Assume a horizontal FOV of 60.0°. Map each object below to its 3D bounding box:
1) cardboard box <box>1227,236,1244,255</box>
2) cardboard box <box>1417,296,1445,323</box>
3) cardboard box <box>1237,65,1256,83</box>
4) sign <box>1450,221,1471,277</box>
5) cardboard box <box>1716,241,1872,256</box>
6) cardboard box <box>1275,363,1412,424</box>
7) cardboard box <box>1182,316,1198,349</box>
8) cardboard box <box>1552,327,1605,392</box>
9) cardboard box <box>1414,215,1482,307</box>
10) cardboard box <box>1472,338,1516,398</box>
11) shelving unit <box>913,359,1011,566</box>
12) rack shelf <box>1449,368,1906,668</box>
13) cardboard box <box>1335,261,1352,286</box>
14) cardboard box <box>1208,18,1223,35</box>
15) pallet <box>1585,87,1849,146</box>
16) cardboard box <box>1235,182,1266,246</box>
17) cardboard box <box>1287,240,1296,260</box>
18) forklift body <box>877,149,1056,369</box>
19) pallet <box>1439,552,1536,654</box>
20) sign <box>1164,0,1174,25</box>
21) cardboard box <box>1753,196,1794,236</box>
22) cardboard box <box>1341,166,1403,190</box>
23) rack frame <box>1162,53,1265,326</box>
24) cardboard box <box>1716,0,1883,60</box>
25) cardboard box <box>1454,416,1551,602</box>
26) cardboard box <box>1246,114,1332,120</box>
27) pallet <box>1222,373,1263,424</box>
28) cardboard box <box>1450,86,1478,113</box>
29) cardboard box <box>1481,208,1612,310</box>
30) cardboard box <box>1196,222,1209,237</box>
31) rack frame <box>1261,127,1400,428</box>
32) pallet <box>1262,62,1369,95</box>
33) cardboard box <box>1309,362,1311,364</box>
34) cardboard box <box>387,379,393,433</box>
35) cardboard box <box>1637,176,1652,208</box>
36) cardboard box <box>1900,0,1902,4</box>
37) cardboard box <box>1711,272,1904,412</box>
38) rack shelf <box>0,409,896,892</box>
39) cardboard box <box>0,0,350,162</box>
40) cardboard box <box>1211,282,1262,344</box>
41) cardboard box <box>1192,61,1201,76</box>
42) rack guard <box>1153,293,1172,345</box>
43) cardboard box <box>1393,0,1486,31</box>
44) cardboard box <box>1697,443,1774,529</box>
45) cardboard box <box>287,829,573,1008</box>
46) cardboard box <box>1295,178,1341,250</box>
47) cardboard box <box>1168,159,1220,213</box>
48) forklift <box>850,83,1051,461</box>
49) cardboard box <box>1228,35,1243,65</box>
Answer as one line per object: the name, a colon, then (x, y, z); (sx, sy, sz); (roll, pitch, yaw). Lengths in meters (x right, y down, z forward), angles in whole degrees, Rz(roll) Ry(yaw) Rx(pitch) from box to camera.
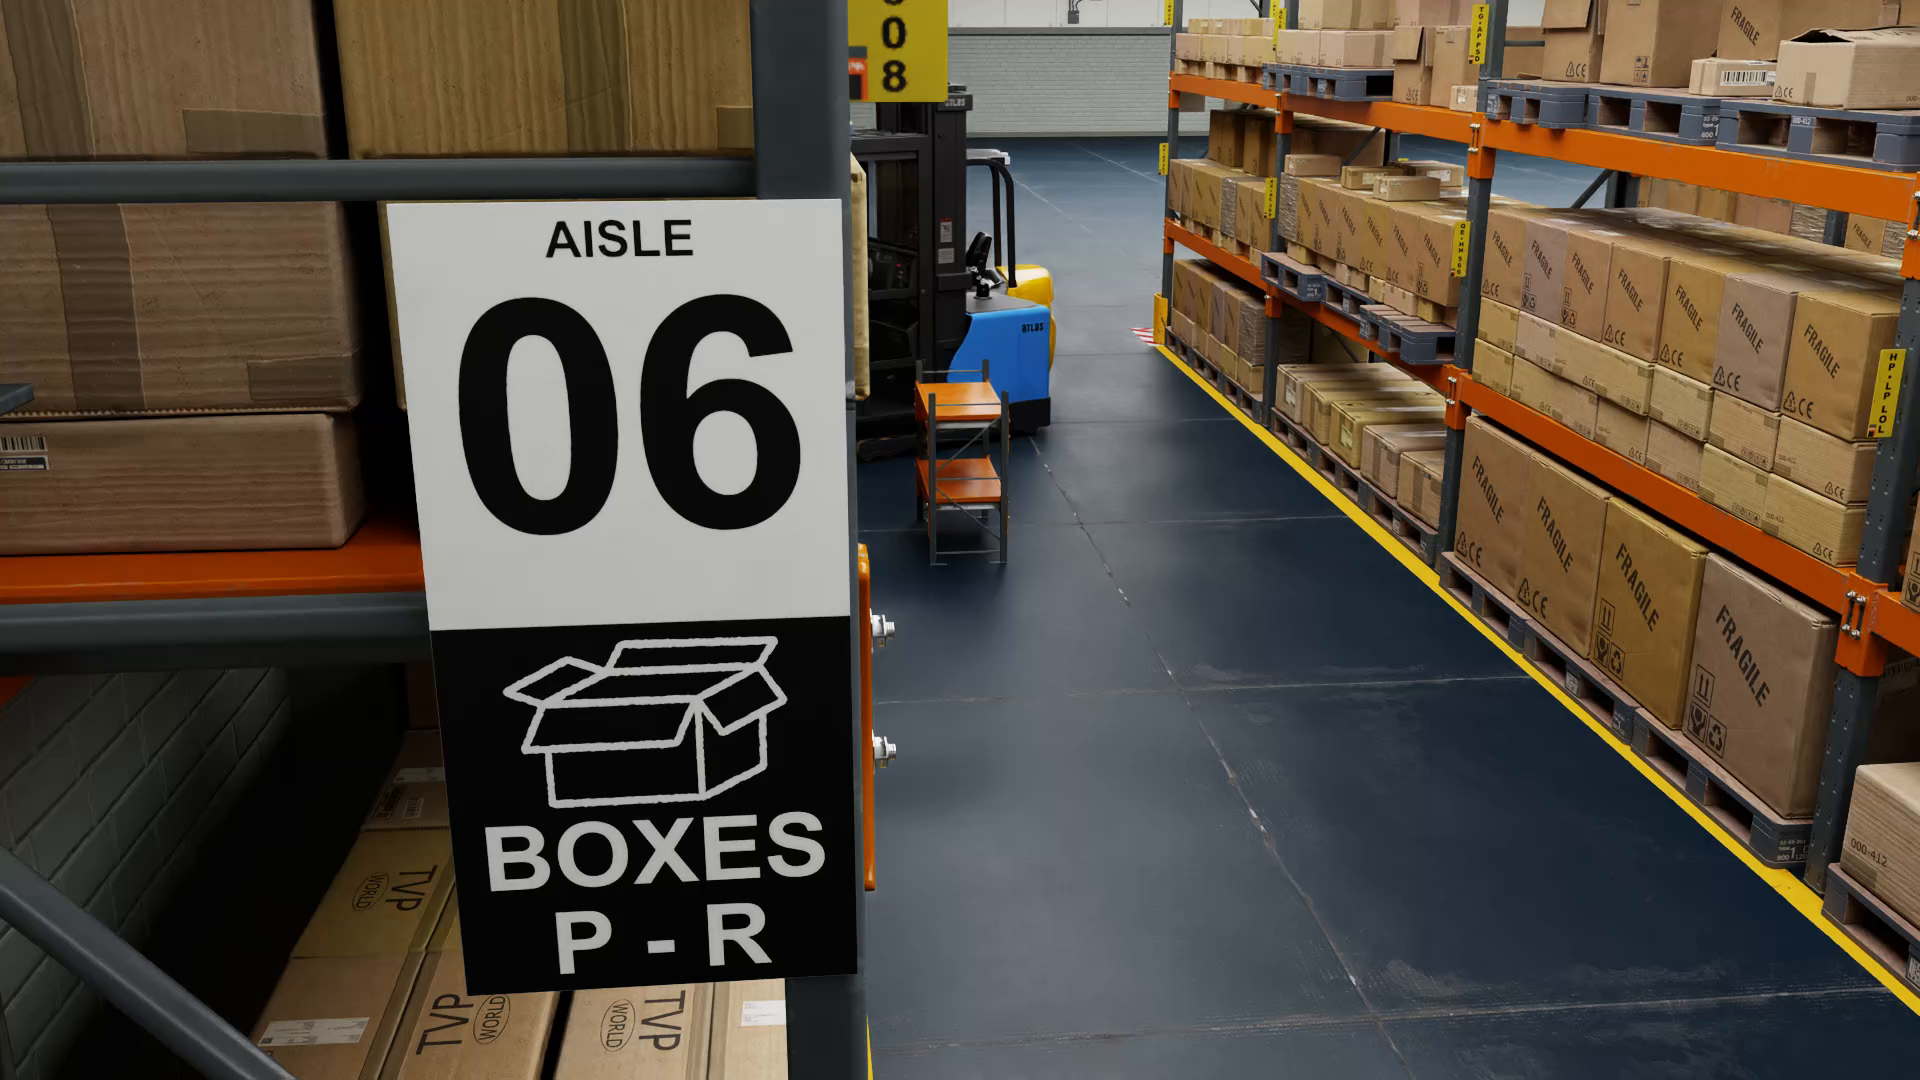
cardboard box: (2.654, -2.692, 15.162); (0.380, 0.149, 0.250); (-2, 18, -6)
cardboard box: (3.143, -1.479, 10.600); (0.380, 0.149, 0.250); (-2, 17, -5)
cardboard box: (2.670, -4.126, 14.722); (0.380, 0.149, 0.250); (-1, 17, -4)
sign: (2.972, -1.726, 9.866); (0.100, 0.325, 0.005); (-2, 18, -6)
cardboard box: (3.975, -1.158, 8.021); (0.500, 0.500, 0.500); (-2, 18, -7)
cardboard box: (3.155, -1.213, 13.719); (0.950, 0.372, 0.625); (-2, 17, -5)
cardboard box: (2.539, -2.102, 16.753); (0.500, 0.250, 0.500); (-1, 17, -4)
cardboard box: (3.409, -0.936, 8.567); (0.500, 0.250, 0.500); (-2, 18, -6)
cardboard box: (3.188, -1.748, 10.371); (0.500, 0.500, 0.500); (-2, 18, -7)
cardboard box: (3.311, -1.006, 9.623); (0.500, 0.250, 0.500); (-2, 18, -7)
shelving unit: (0.001, -0.535, 11.002); (0.538, 1.125, 1.048); (-2, 18, -6)
rack shelf: (3.717, -0.292, 8.300); (1.077, 0.370, 4.000); (-2, 18, -6)
cardboard box: (2.948, -1.939, 12.065); (0.380, 0.149, 0.250); (-1, 17, -4)
cardboard box: (2.544, -4.815, 15.585); (0.380, 0.149, 0.250); (-1, 17, -4)
pallet: (3.748, -2.049, 8.002); (1.003, 0.211, 1.213); (-1, 17, -3)
cardboard box: (2.745, -2.890, 14.711); (0.500, 0.500, 0.500); (-1, 17, -4)
cardboard box: (2.841, -2.329, 13.305); (0.380, 0.149, 0.250); (-2, 17, -5)
forklift body: (-0.241, -2.546, 15.697); (2.313, 2.155, 1.214); (-2, 18, -6)
pallet: (3.517, 0.337, 9.752); (1.003, 0.211, 1.213); (-2, 18, -6)
sign: (2.146, -5.446, 17.048); (0.100, 0.325, 0.005); (-2, 18, -6)
cardboard box: (7.882, -2.950, 15.315); (0.875, 0.550, 0.550); (-2, 18, -6)
cardboard box: (3.010, -2.651, 12.164); (0.380, 0.149, 0.250); (-1, 17, -3)
rack frame: (2.686, -3.614, 17.682); (1.000, 3.000, 0.127); (-2, 18, -6)
cardboard box: (3.981, -2.394, 7.919); (0.500, 0.500, 0.500); (-2, 18, -5)
cardboard box: (3.500, -0.209, 9.682); (0.875, 0.875, 0.875); (-2, 18, -6)
cardboard box: (3.155, -3.836, 16.054); (0.700, 0.500, 0.500); (-2, 18, -6)
pallet: (2.994, -1.291, 14.937); (1.003, 0.211, 1.213); (-2, 18, -6)
cardboard box: (3.236, -2.703, 10.192); (0.380, 0.149, 0.250); (-2, 18, -6)
cardboard box: (3.319, -1.601, 9.433); (0.500, 0.500, 0.500); (-2, 18, -7)
cardboard box: (2.542, -3.077, 16.391); (0.380, 0.149, 0.250); (-1, 17, -4)
rack frame: (3.098, -2.423, 13.886); (1.000, 3.000, 0.127); (-2, 18, -6)
pallet: (3.056, -3.577, 12.868); (1.213, 0.211, 1.003); (-2, 18, -6)
cardboard box: (3.306, -1.495, 14.821); (0.500, 0.250, 0.500); (-3, 18, -8)
cardboard box: (-0.952, -0.169, 2.120); (0.380, 0.149, 0.250); (-1, 17, -5)
cardboard box: (7.682, -3.760, 17.895); (0.875, 0.550, 0.550); (-2, 18, -6)
cardboard box: (8.312, -4.664, 14.239); (0.380, 0.149, 0.250); (-2, 18, -5)
cardboard box: (3.567, -0.843, 7.019); (0.500, 0.500, 0.500); (-1, 17, -5)
rack shelf: (-0.807, -0.377, 3.562); (1.077, 0.370, 4.000); (-2, 18, -6)
cardboard box: (-0.924, -0.557, 1.854); (0.500, 0.250, 0.500); (-2, 18, -7)
cardboard box: (2.662, -2.140, 15.624); (0.500, 0.500, 0.500); (-1, 17, -3)
cardboard box: (2.506, -4.661, 16.428); (0.380, 0.149, 0.250); (-1, 17, -4)
rack guard: (2.694, -2.399, 17.984); (1.175, 0.500, 0.348); (-2, 18, -6)
cardboard box: (3.412, -3.749, 11.818); (0.500, 0.250, 0.500); (-1, 17, -5)
cardboard box: (3.575, -0.245, 7.201); (0.500, 0.250, 0.500); (-2, 18, -6)
cardboard box: (-1.011, 0.807, 3.354); (0.500, 0.250, 0.500); (-1, 17, -4)
cardboard box: (2.914, -2.515, 12.815); (0.500, 0.500, 0.500); (-2, 18, -5)
cardboard box: (2.459, -3.654, 17.145); (0.500, 0.500, 0.500); (-2, 18, -6)
forklift: (-0.765, -2.201, 13.294); (3.031, 2.935, 1.130); (-10, 20, -29)
cardboard box: (2.694, -4.350, 14.772); (0.500, 0.250, 0.500); (-2, 18, -7)
